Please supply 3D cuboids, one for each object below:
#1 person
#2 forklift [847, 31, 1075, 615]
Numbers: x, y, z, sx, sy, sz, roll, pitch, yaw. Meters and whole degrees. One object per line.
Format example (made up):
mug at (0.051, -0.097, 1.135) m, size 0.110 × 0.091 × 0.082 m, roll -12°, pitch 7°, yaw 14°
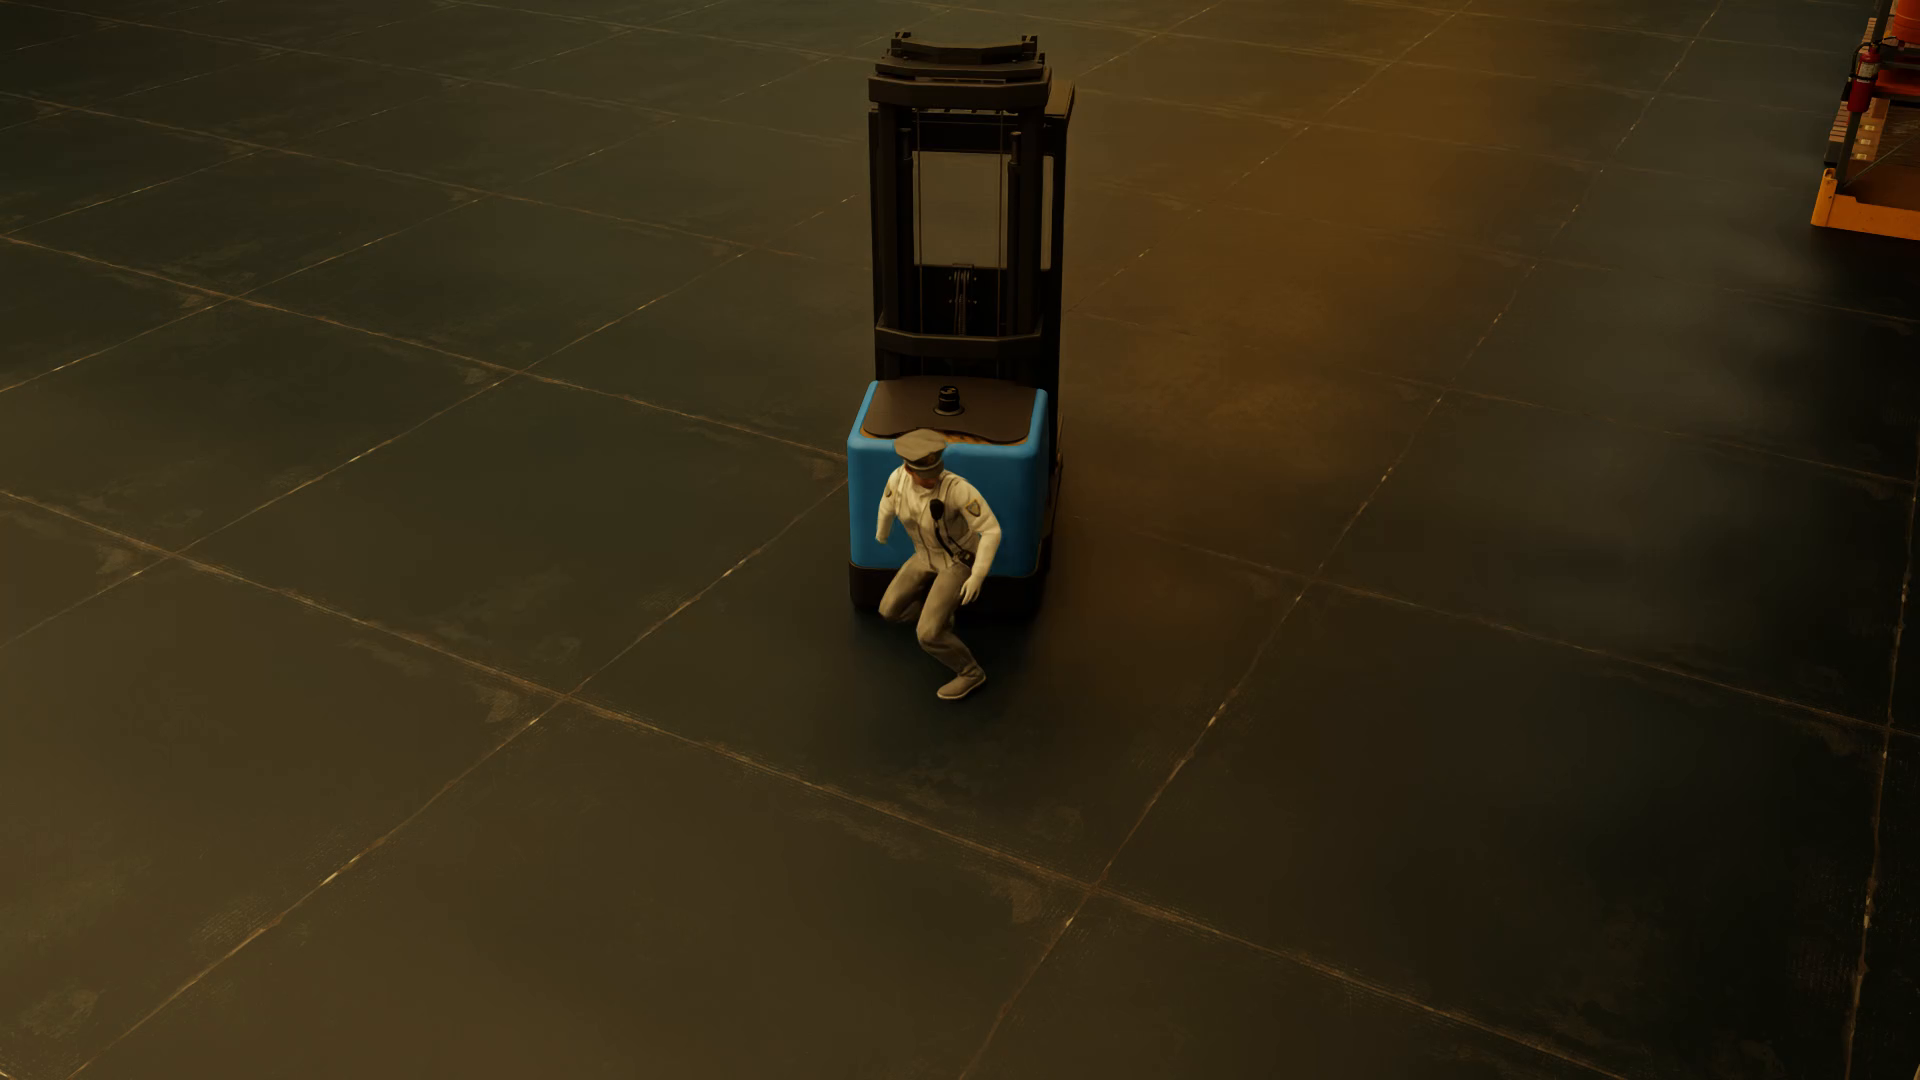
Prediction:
person at (-0.145, 0.092, 8.411) m, size 0.534 × 1.491 × 0.884 m, roll -27°, pitch 39°, yaw -38°
forklift at (0.072, -1.572, 9.794) m, size 1.130 × 2.935 × 3.031 m, roll 3°, pitch 30°, yaw 6°
